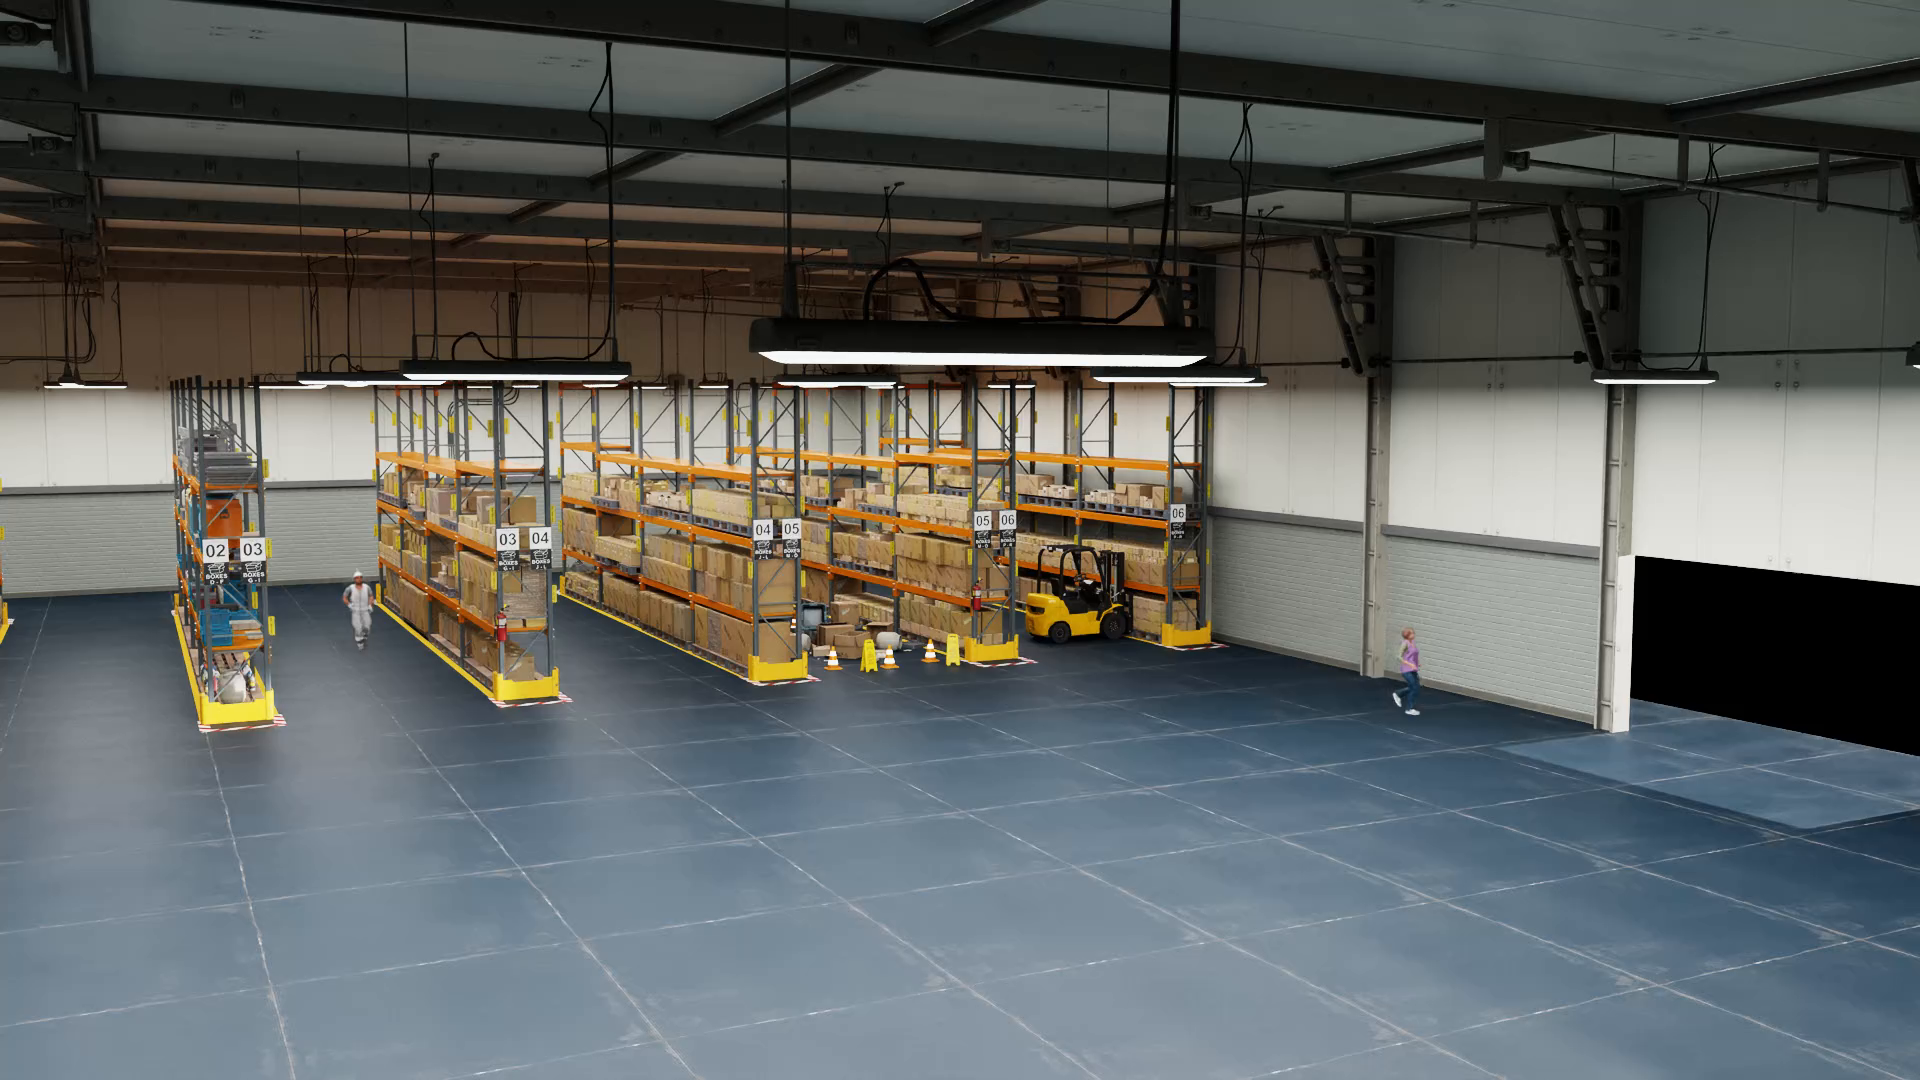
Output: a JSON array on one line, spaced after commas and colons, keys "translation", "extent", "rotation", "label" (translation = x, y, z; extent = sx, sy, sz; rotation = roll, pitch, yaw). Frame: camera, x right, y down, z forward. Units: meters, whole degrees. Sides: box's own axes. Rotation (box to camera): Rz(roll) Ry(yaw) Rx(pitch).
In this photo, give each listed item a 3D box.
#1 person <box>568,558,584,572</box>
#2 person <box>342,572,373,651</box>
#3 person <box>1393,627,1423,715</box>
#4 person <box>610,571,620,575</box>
[{"translation": [-11.140, 0.624, 48.533], "extent": [0.565, 1.546, 0.526], "rotation": [-5, 7, -43], "label": "person"}, {"translation": [-13.291, 1.579, 36.772], "extent": [0.661, 1.745, 0.586], "rotation": [-3, 6, -29], "label": "person"}, {"translation": [7.932, 2.321, 29.568], "extent": [0.567, 1.548, 0.536], "rotation": [4, 7, 41], "label": "person"}, {"translation": [-10.081, 0.585, 48.621], "extent": [0.474, 1.650, 0.689], "rotation": [5, 7, 42], "label": "person"}]
